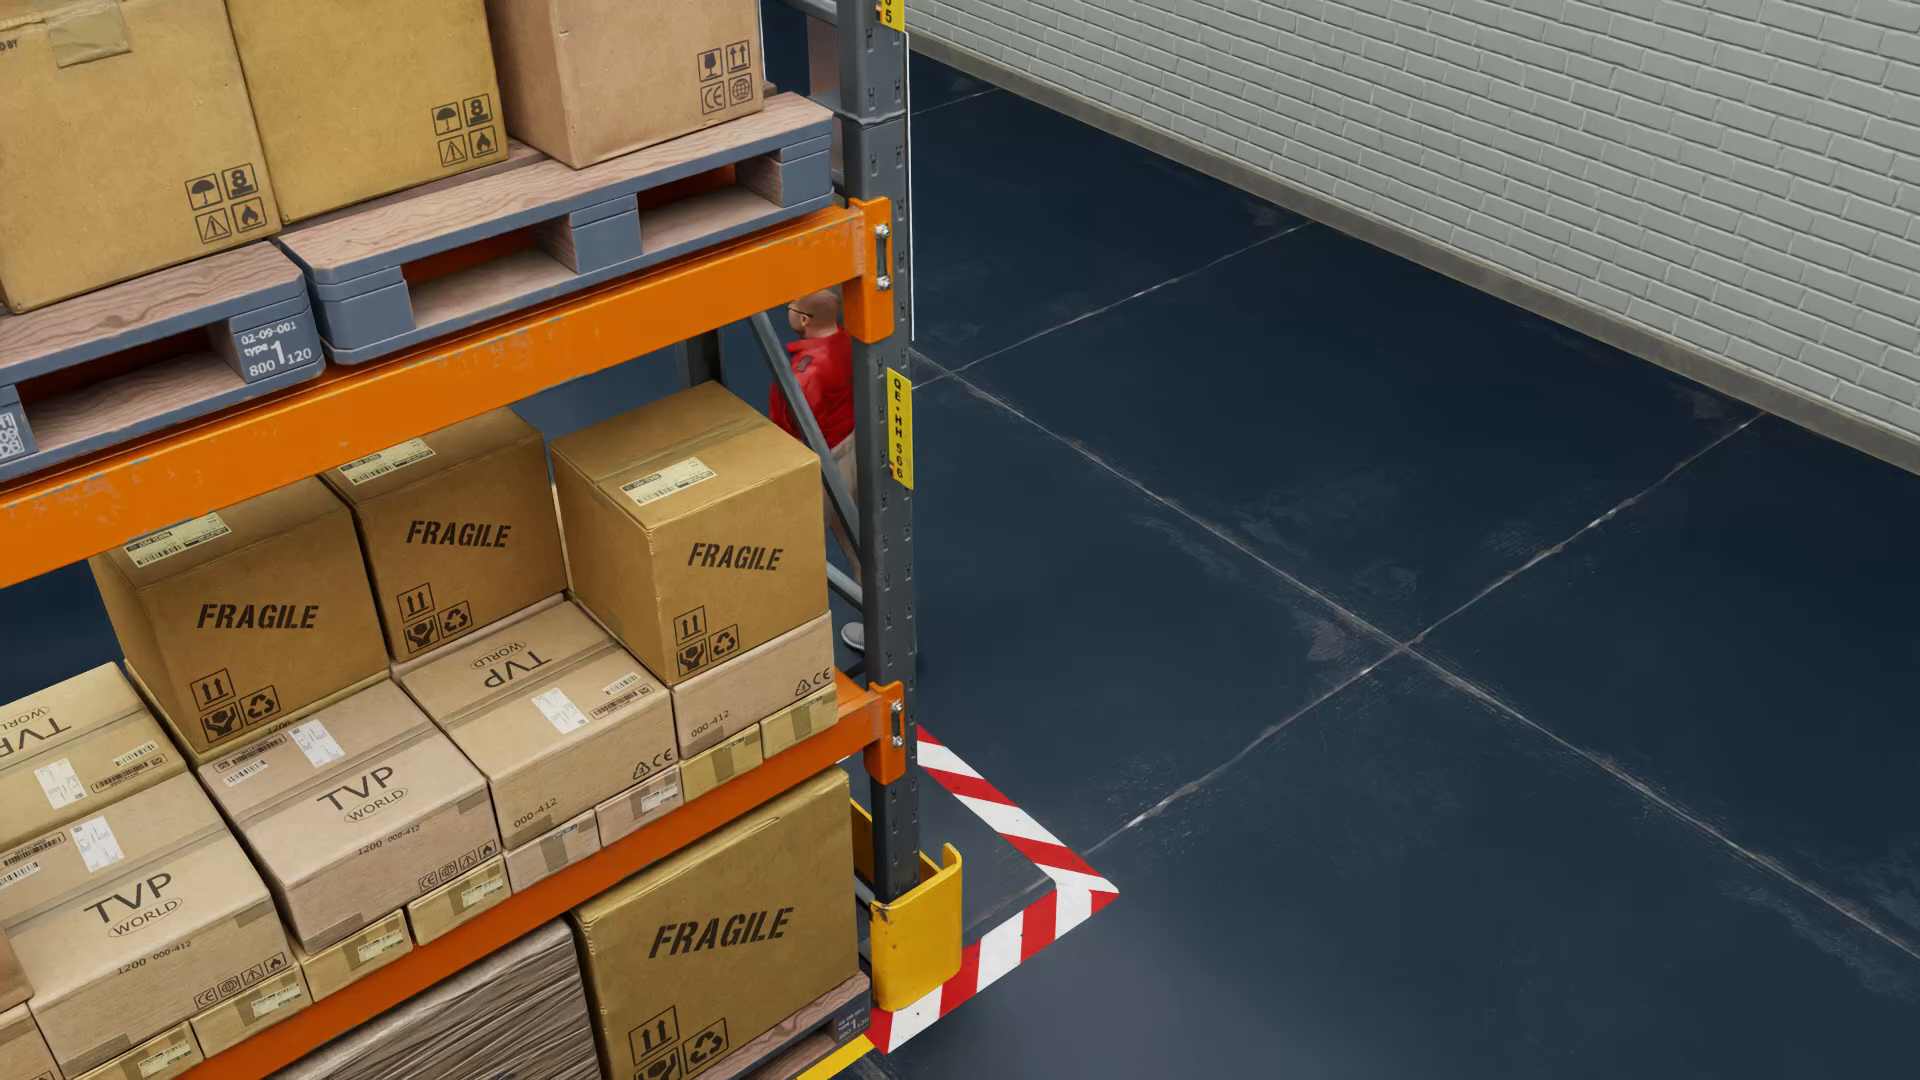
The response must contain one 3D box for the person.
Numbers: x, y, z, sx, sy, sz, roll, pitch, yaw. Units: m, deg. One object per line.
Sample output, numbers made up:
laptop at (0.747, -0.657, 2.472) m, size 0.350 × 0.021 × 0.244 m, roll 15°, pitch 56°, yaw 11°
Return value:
person at (-0.596, -0.294, 6.562) m, size 0.837 × 1.701 × 0.544 m, roll 20°, pitch 40°, yaw 25°
